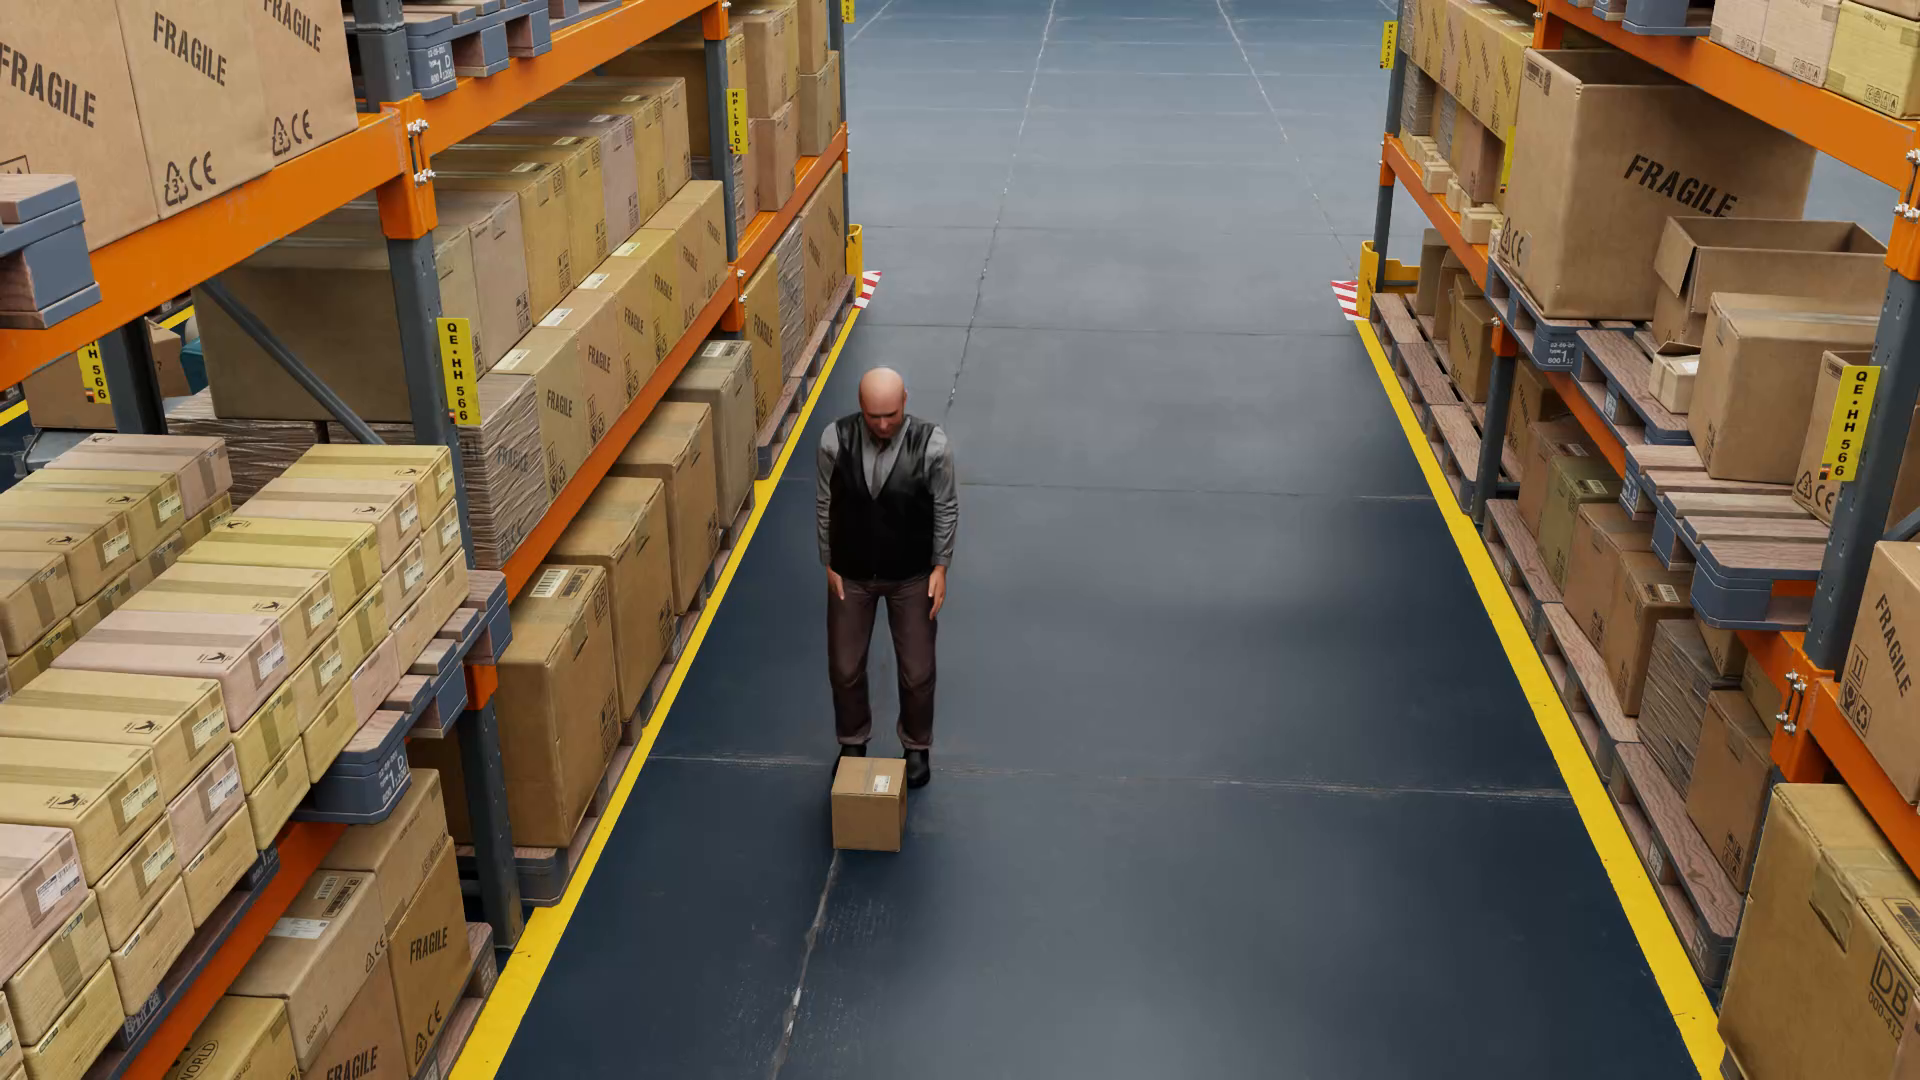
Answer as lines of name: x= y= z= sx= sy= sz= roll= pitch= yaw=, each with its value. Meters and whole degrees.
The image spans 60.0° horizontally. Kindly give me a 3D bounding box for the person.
person: x=-0.278 y=0.135 z=6.376 sx=0.543 sy=1.697 sz=0.385 roll=2 pitch=24 yaw=5
